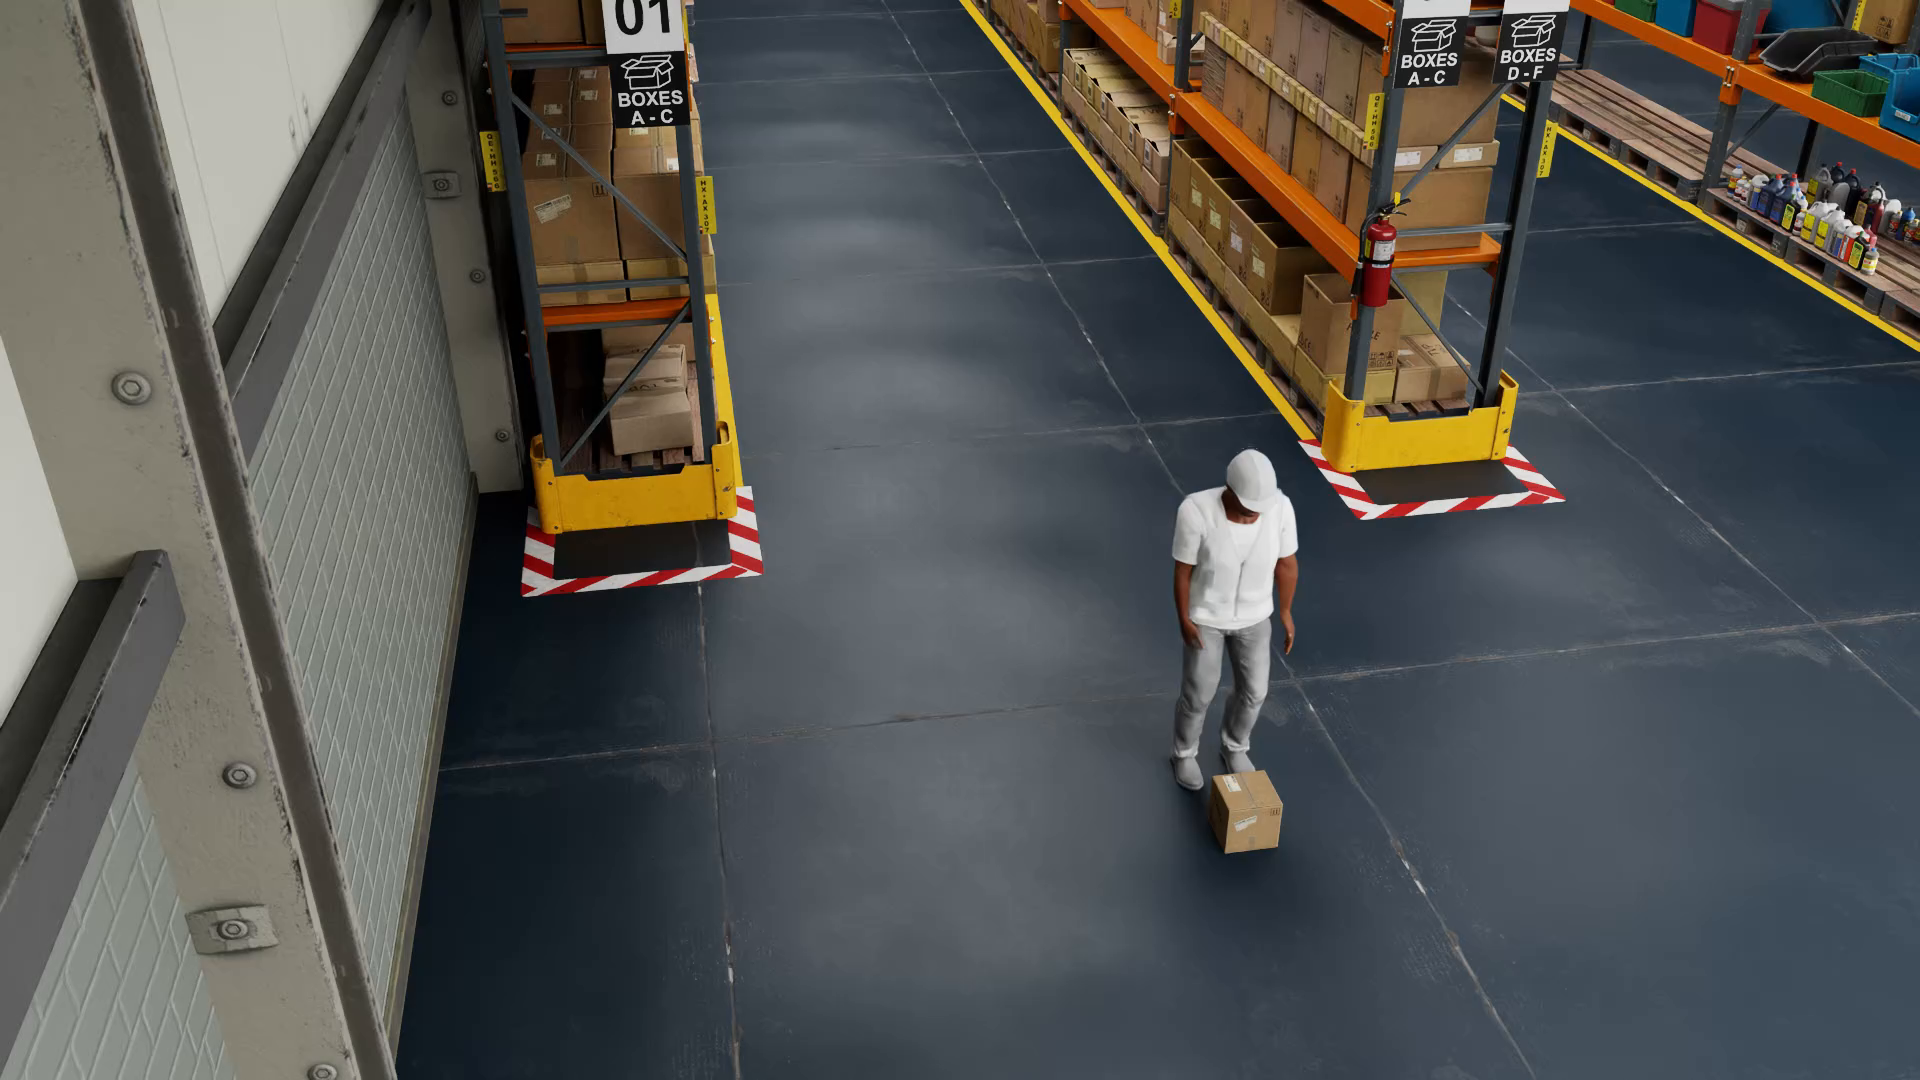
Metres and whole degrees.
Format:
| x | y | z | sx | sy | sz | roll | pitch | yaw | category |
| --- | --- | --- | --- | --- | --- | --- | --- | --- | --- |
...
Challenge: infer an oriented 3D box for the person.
| x | y | z | sx | sy | sz | roll | pitch | yaw | category |
| --- | --- | --- | --- | --- | --- | --- | --- | --- | --- |
| 1.237 | 0.349 | 7.551 | 0.581 | 1.739 | 0.409 | -5 | 31 | -8 | person |
